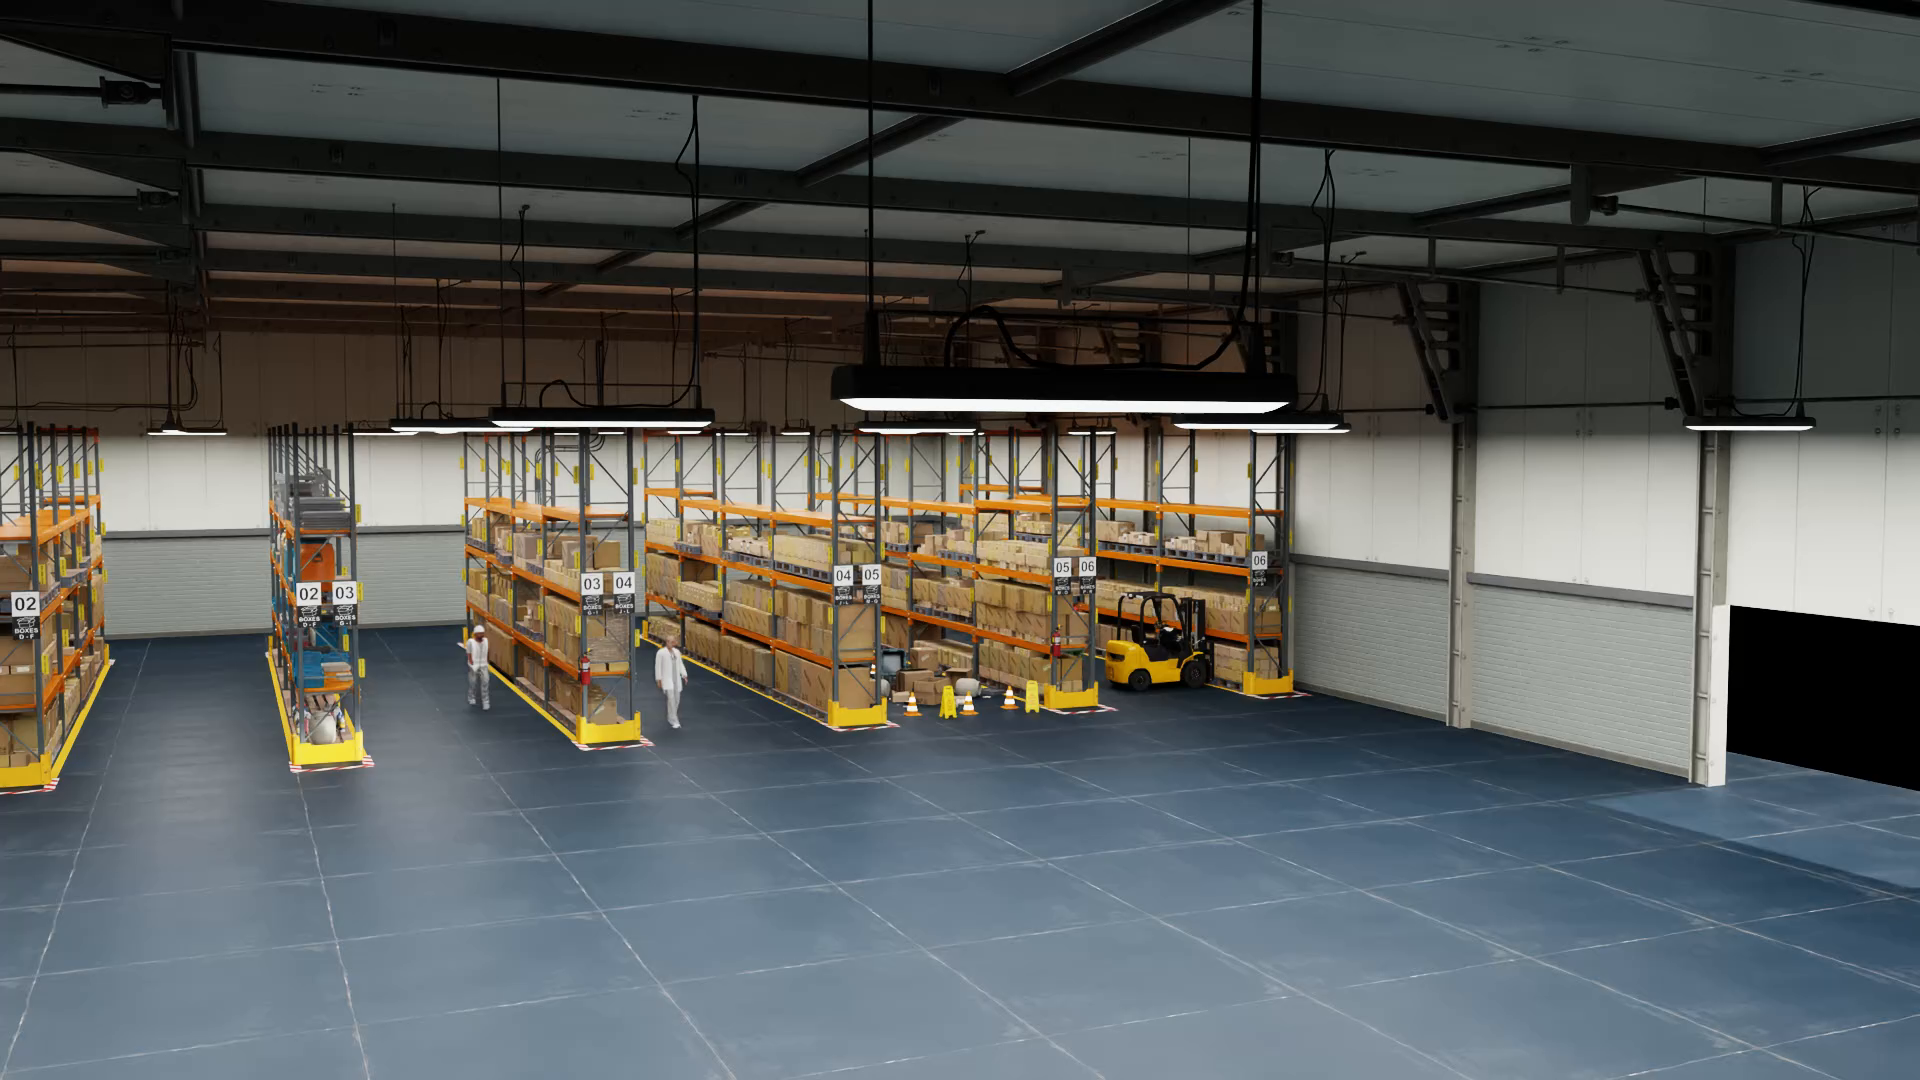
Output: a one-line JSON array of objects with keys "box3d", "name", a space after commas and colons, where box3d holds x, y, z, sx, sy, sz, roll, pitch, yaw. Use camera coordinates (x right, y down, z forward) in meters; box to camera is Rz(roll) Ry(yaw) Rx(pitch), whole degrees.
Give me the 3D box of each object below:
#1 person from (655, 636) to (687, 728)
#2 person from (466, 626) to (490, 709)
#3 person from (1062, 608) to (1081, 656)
[{"box3d": [-5.703, 2.828, 33.241, 0.774, 1.794, 0.595, 3, 5, 45], "name": "person"}, {"box3d": [-10.210, 2.683, 35.347, 0.545, 1.731, 0.964, -2, 4, -36], "name": "person"}, {"box3d": [2.709, 2.447, 39.954, 0.654, 1.687, 0.798, -2, 4, -24], "name": "person"}]
